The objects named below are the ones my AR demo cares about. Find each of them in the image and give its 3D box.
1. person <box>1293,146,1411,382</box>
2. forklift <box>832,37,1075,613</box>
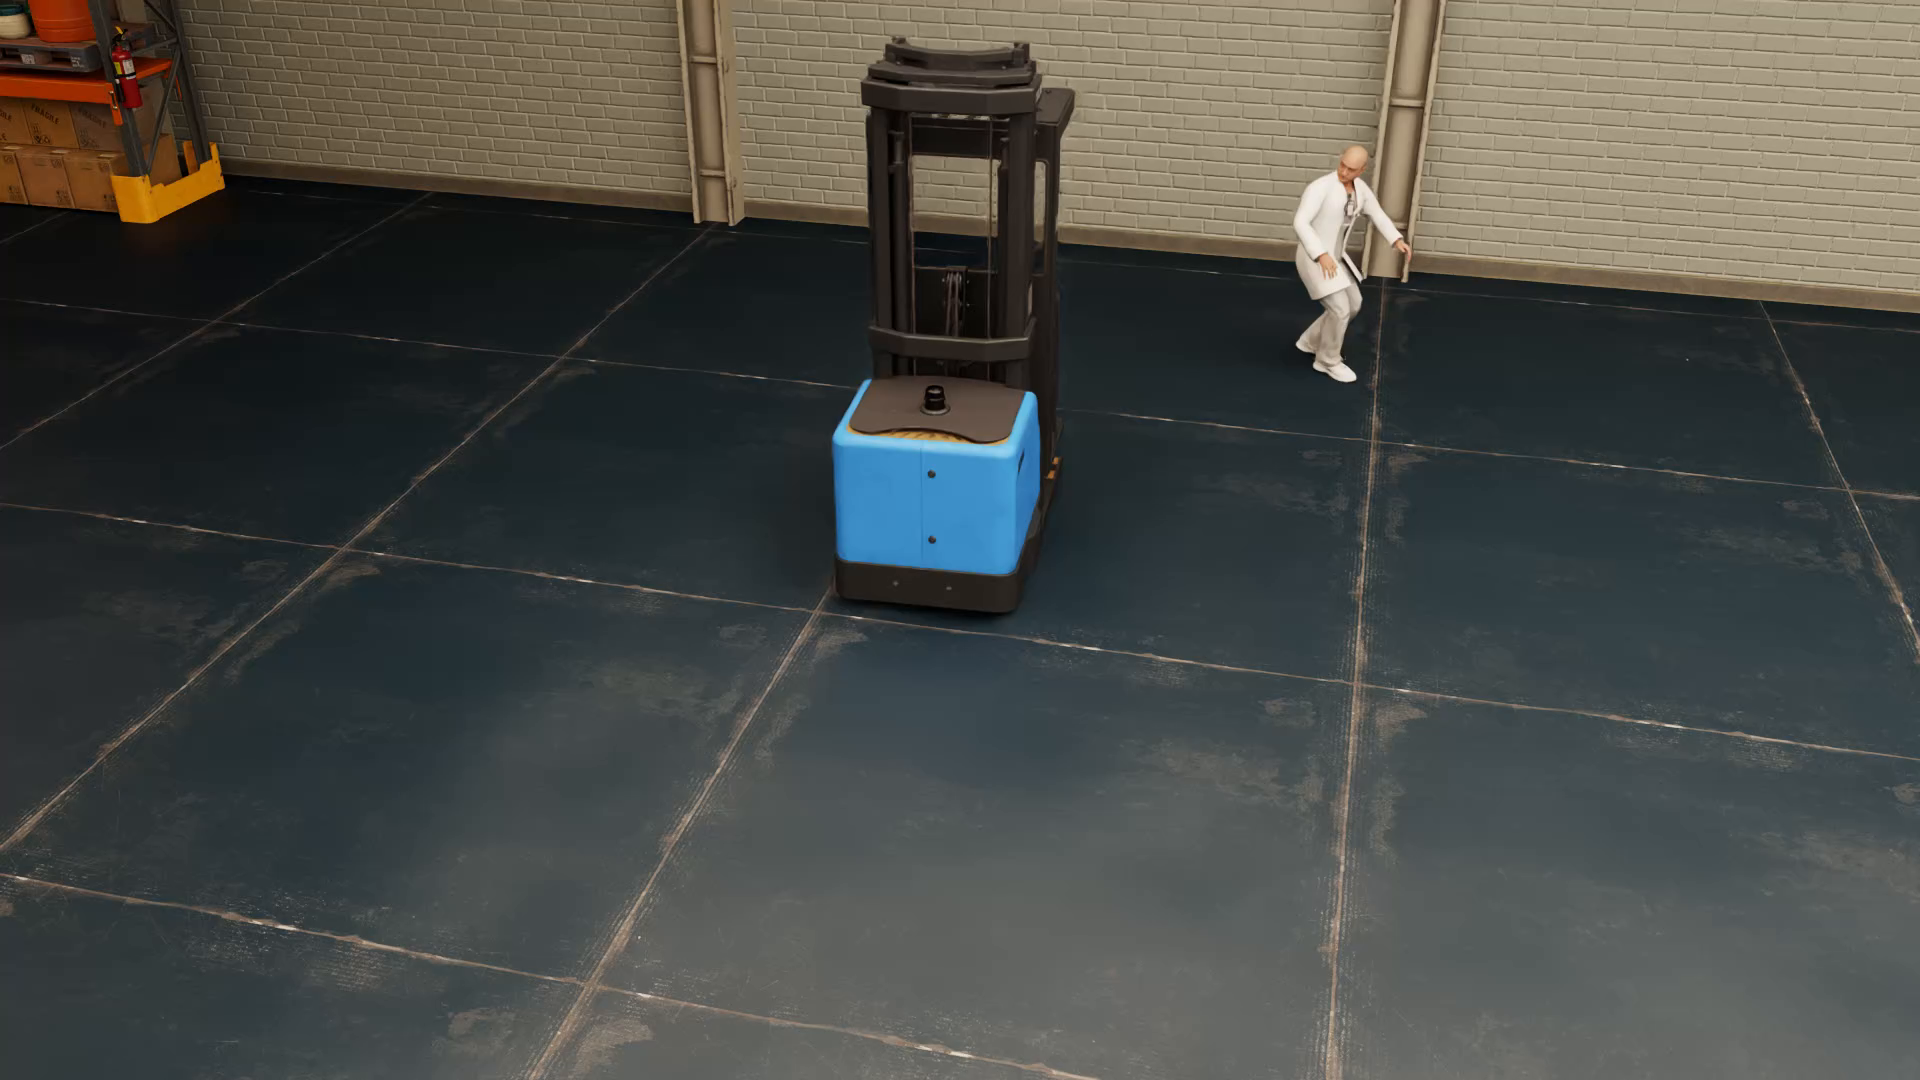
[{"bbox_3d":[2.773,-1.971,11.929,0.759,1.701,0.863,23,37,34],"label":"person"},{"bbox_3d":[0.061,-1.577,9.954,1.130,2.935,3.031,5,30,9],"label":"forklift"}]
